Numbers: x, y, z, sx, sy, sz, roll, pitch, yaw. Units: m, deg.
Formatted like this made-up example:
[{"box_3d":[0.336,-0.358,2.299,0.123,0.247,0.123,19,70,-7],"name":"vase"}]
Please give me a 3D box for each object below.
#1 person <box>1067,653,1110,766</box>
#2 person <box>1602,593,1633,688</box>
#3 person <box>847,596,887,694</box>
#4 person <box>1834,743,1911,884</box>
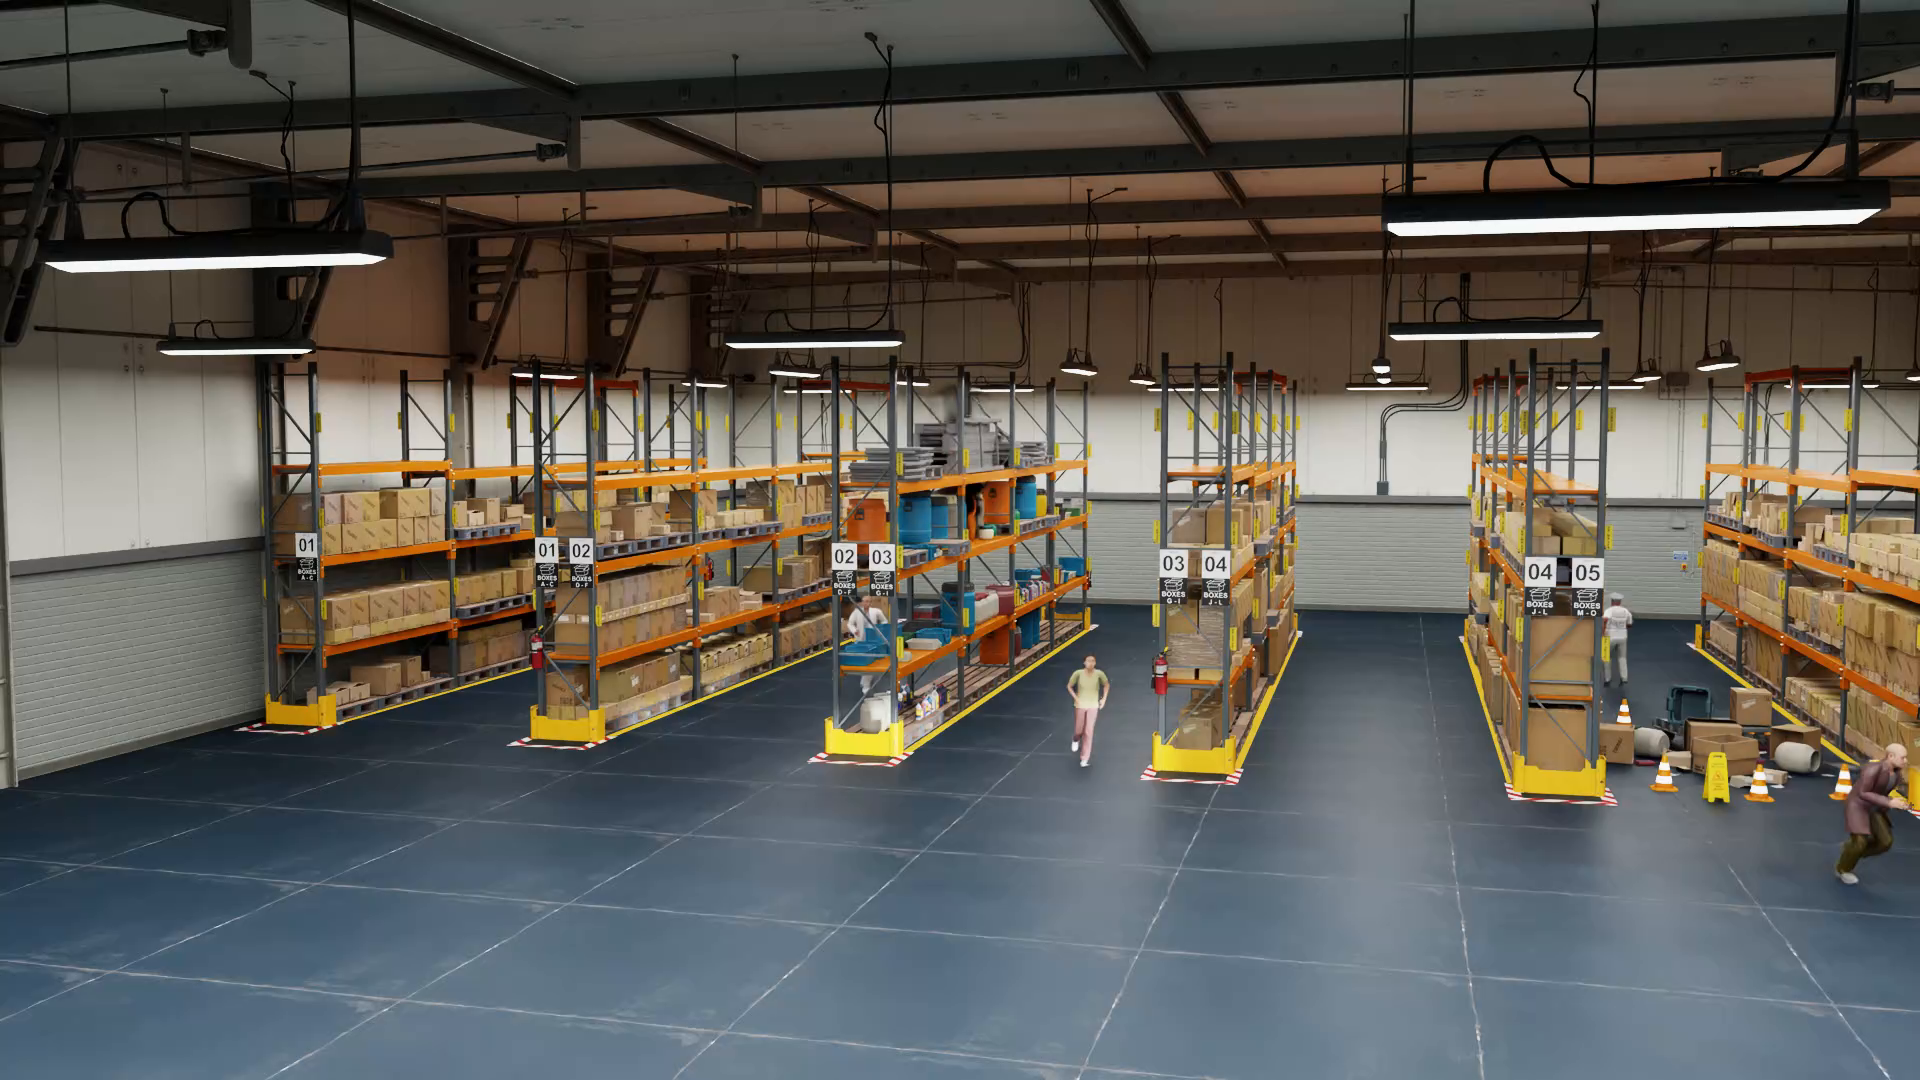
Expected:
[{"box_3d":[1.897,2.496,24.600,0.628,1.653,0.752,0,4,-1],"name":"person"},{"box_3d":[12.327,1.908,31.249,0.641,1.811,0.915,1,4,8],"name":"person"},{"box_3d":[-1.743,1.927,31.104,0.733,1.791,0.925,0,4,5],"name":"person"},{"box_3d":[9.870,2.943,17.900,0.738,1.607,0.907,-2,4,-25],"name":"person"}]
